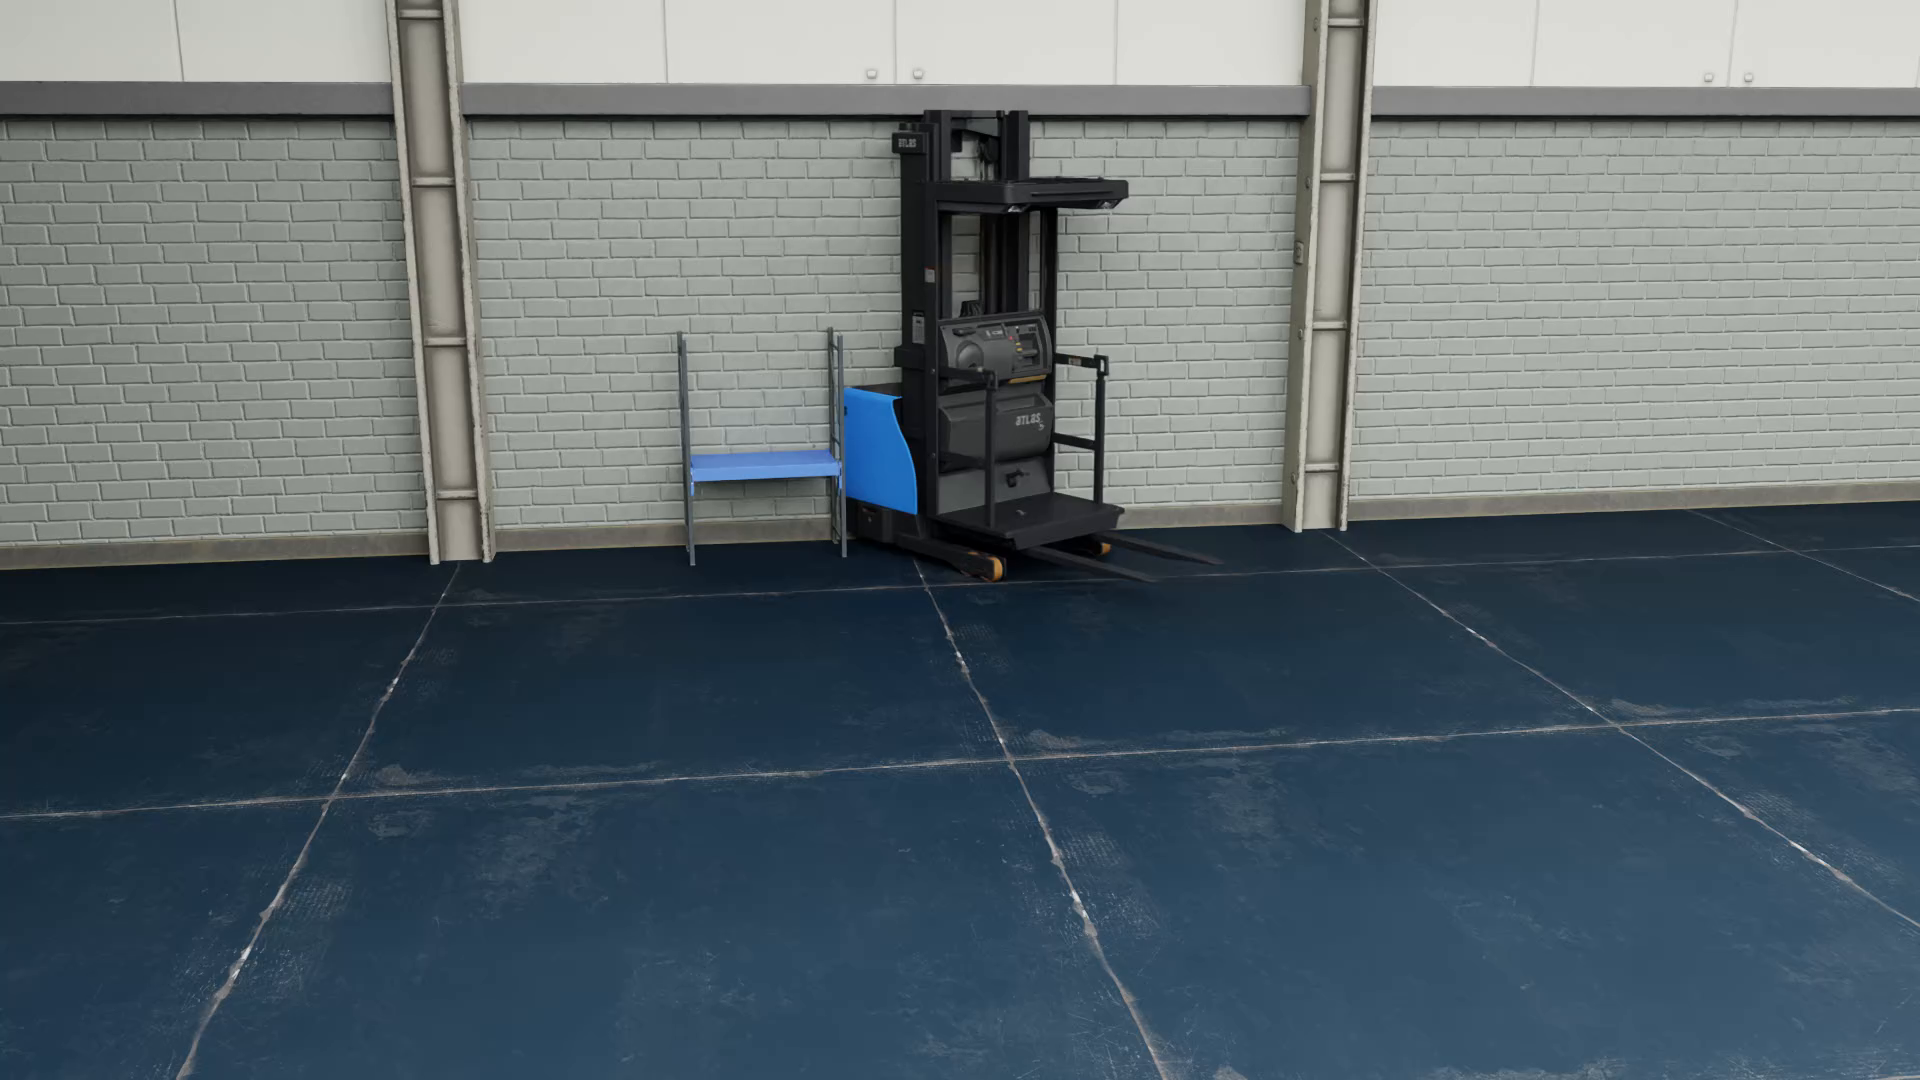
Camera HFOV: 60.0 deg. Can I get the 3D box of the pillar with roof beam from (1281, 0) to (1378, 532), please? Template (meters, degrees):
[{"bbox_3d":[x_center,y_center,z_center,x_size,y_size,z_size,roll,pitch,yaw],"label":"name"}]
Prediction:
[{"bbox_3d":[3.217,-3.429,6.895,0.400,9.000,9.100,-2,14,-8],"label":"pillar with roof beam"}]

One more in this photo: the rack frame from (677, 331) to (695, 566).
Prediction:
[{"bbox_3d":[-1.828,-0.615,11.093,0.032,1.500,0.500,-3,14,-12],"label":"rack frame"}]

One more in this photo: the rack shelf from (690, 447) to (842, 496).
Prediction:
[{"bbox_3d":[-1.332,-0.468,11.243,1.000,0.185,0.538,-3,14,-12],"label":"rack shelf"}]

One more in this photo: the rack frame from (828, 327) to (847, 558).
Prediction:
[{"bbox_3d":[-0.836,-0.669,11.306,0.032,1.500,0.500,-3,14,-12],"label":"rack frame"}]

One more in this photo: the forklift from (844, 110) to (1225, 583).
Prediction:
[{"bbox_3d":[0.385,-1.288,10.832,1.130,2.935,3.031,-12,18,-40],"label":"forklift"}]

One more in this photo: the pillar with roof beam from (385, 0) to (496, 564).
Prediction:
[{"bbox_3d":[-2.716,-3.211,6.028,0.400,9.000,9.100,-2,14,-8],"label":"pillar with roof beam"}]

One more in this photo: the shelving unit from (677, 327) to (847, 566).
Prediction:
[{"bbox_3d":[-1.332,-0.642,11.199,1.048,1.500,0.538,-3,14,-12],"label":"shelving unit"}]
